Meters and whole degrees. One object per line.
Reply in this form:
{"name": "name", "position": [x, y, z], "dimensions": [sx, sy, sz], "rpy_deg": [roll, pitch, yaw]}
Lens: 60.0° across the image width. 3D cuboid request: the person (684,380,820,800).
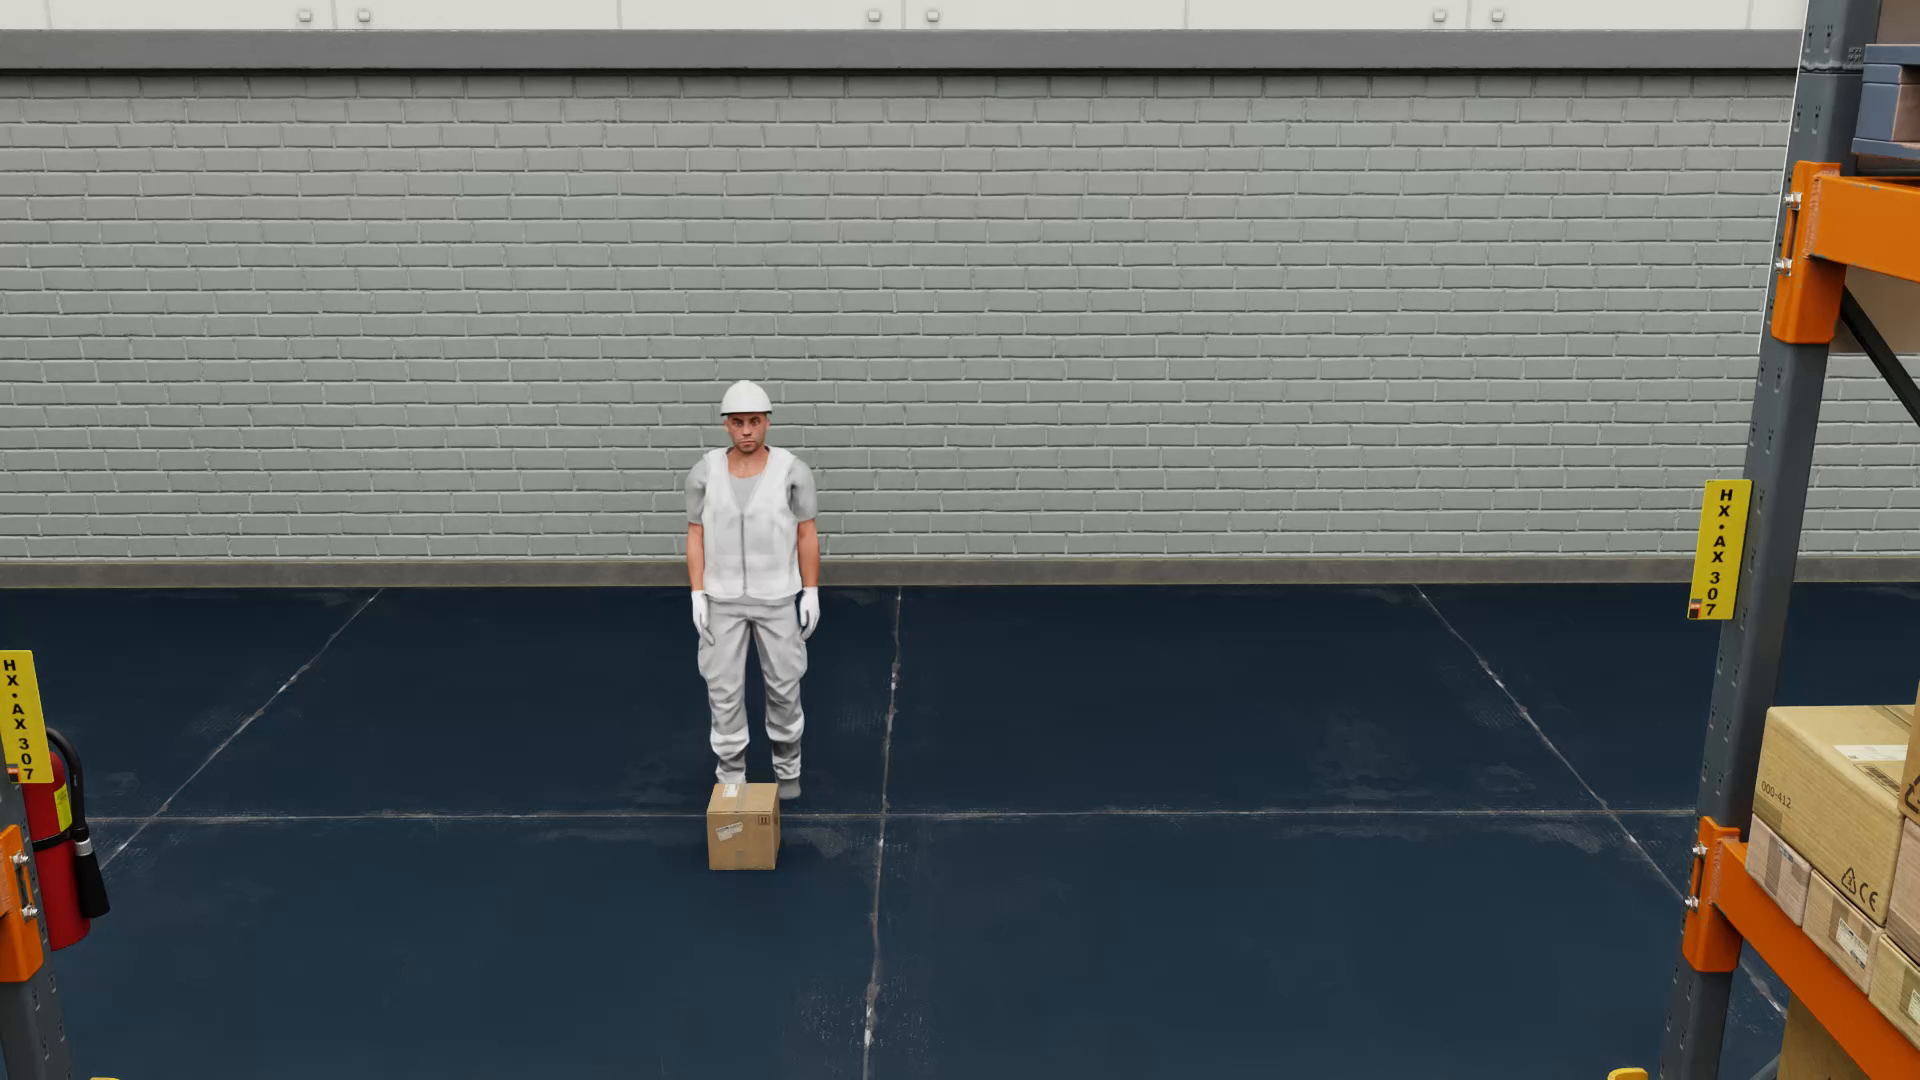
{"name": "person", "position": [-0.835, 0.277, 6.725], "dimensions": [0.535, 1.849, 0.456], "rpy_deg": [0, 17, 0]}
